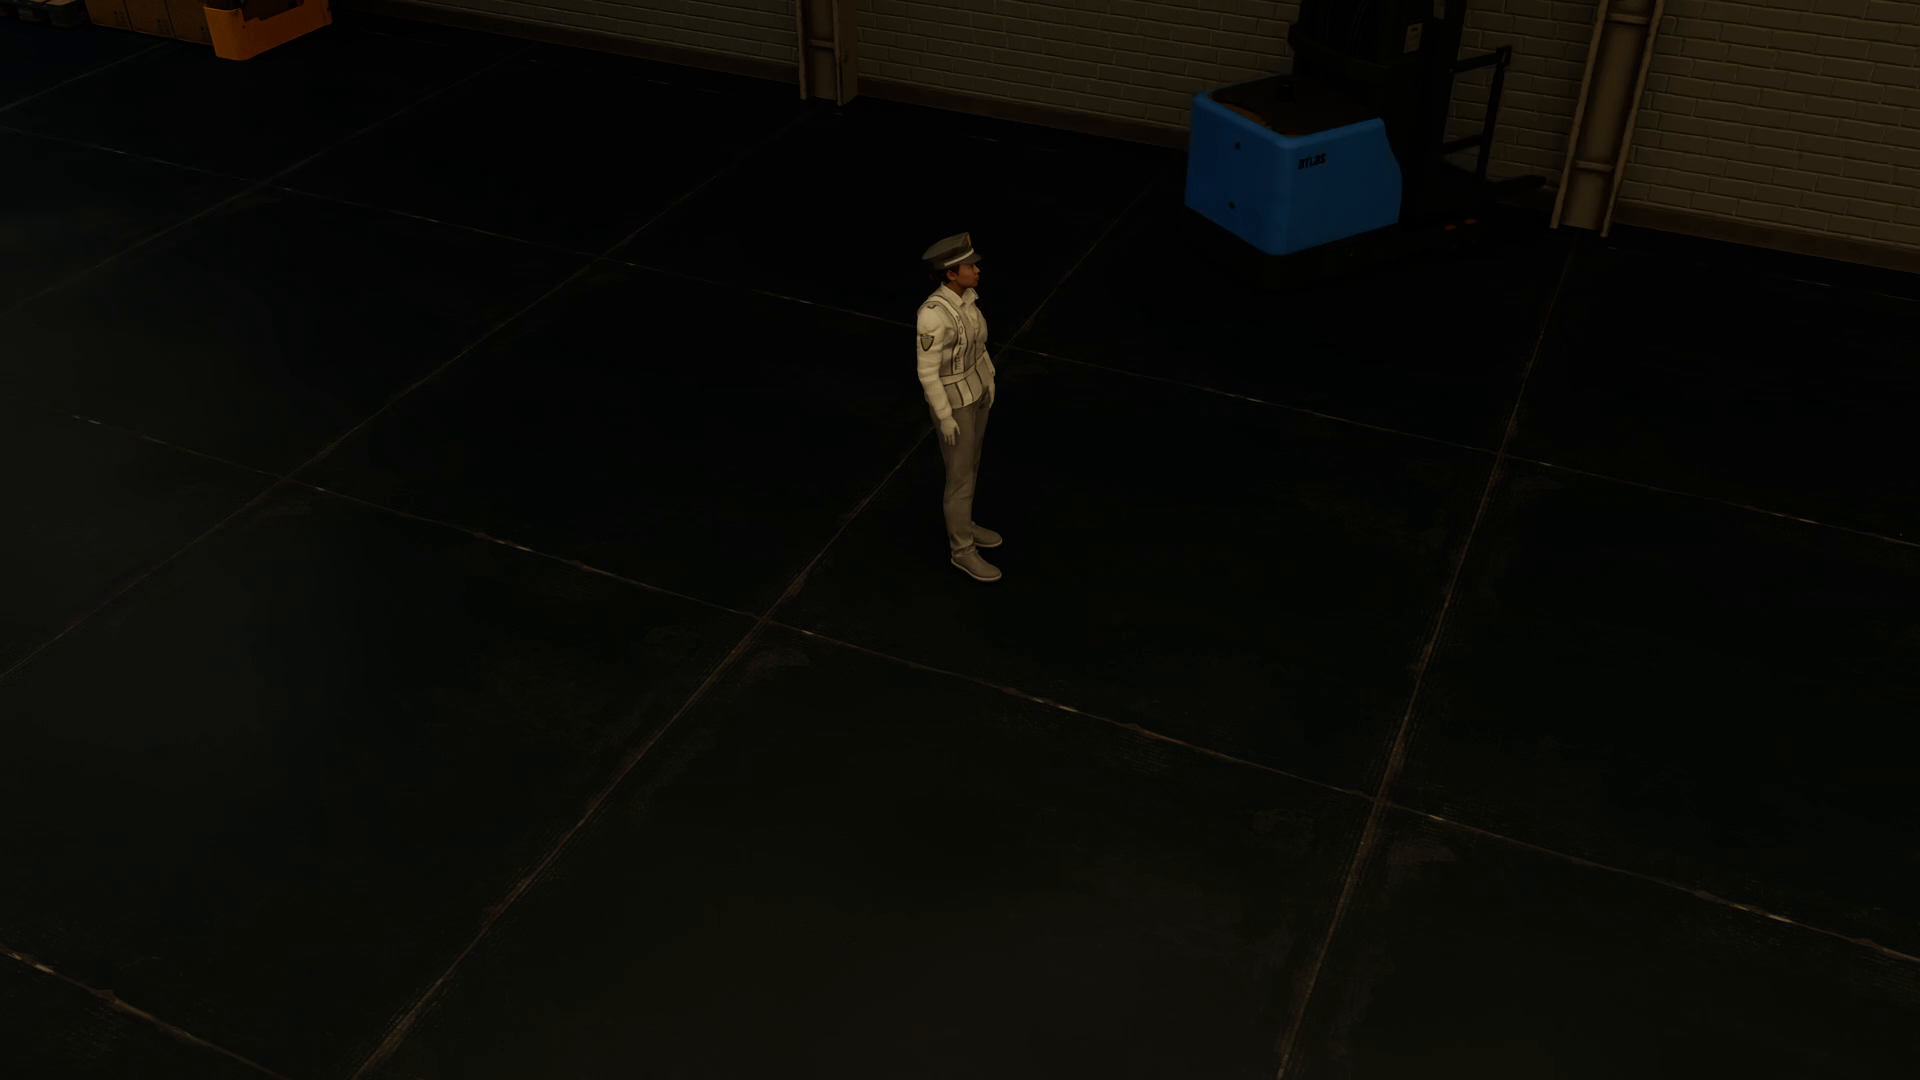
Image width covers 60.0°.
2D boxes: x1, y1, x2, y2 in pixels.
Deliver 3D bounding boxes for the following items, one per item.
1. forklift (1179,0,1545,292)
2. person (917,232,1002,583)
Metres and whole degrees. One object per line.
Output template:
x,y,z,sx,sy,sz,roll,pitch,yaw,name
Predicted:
3.033,-3.432,10.898,3.031,2.935,1.130,-19,40,-24,forklift
0.060,-0.675,8.086,0.530,1.694,0.586,15,38,20,person
